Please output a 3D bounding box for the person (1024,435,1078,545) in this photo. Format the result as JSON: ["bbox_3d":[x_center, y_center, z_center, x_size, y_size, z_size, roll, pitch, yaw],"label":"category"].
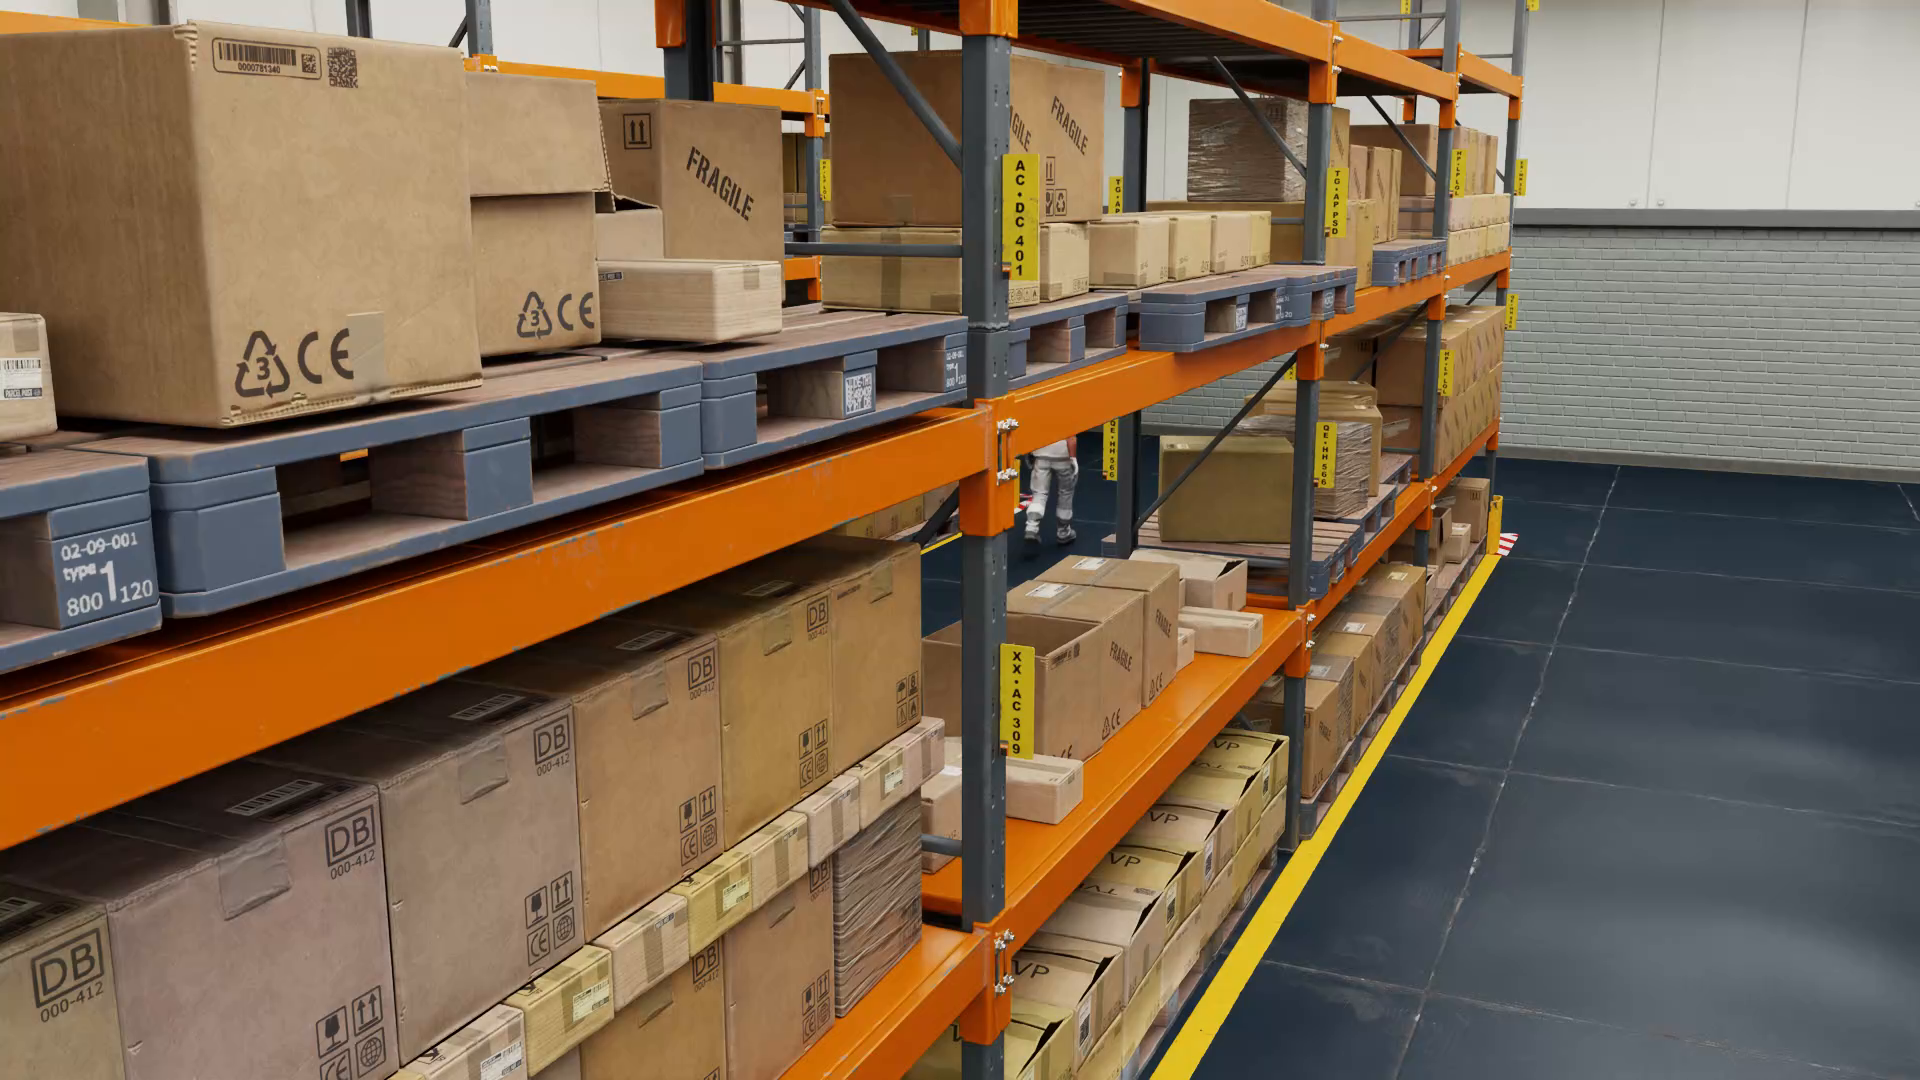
[{"bbox_3d":[0.858,-0.780,15.563,0.574,1.752,0.981,4,13,19],"label":"person"}]
